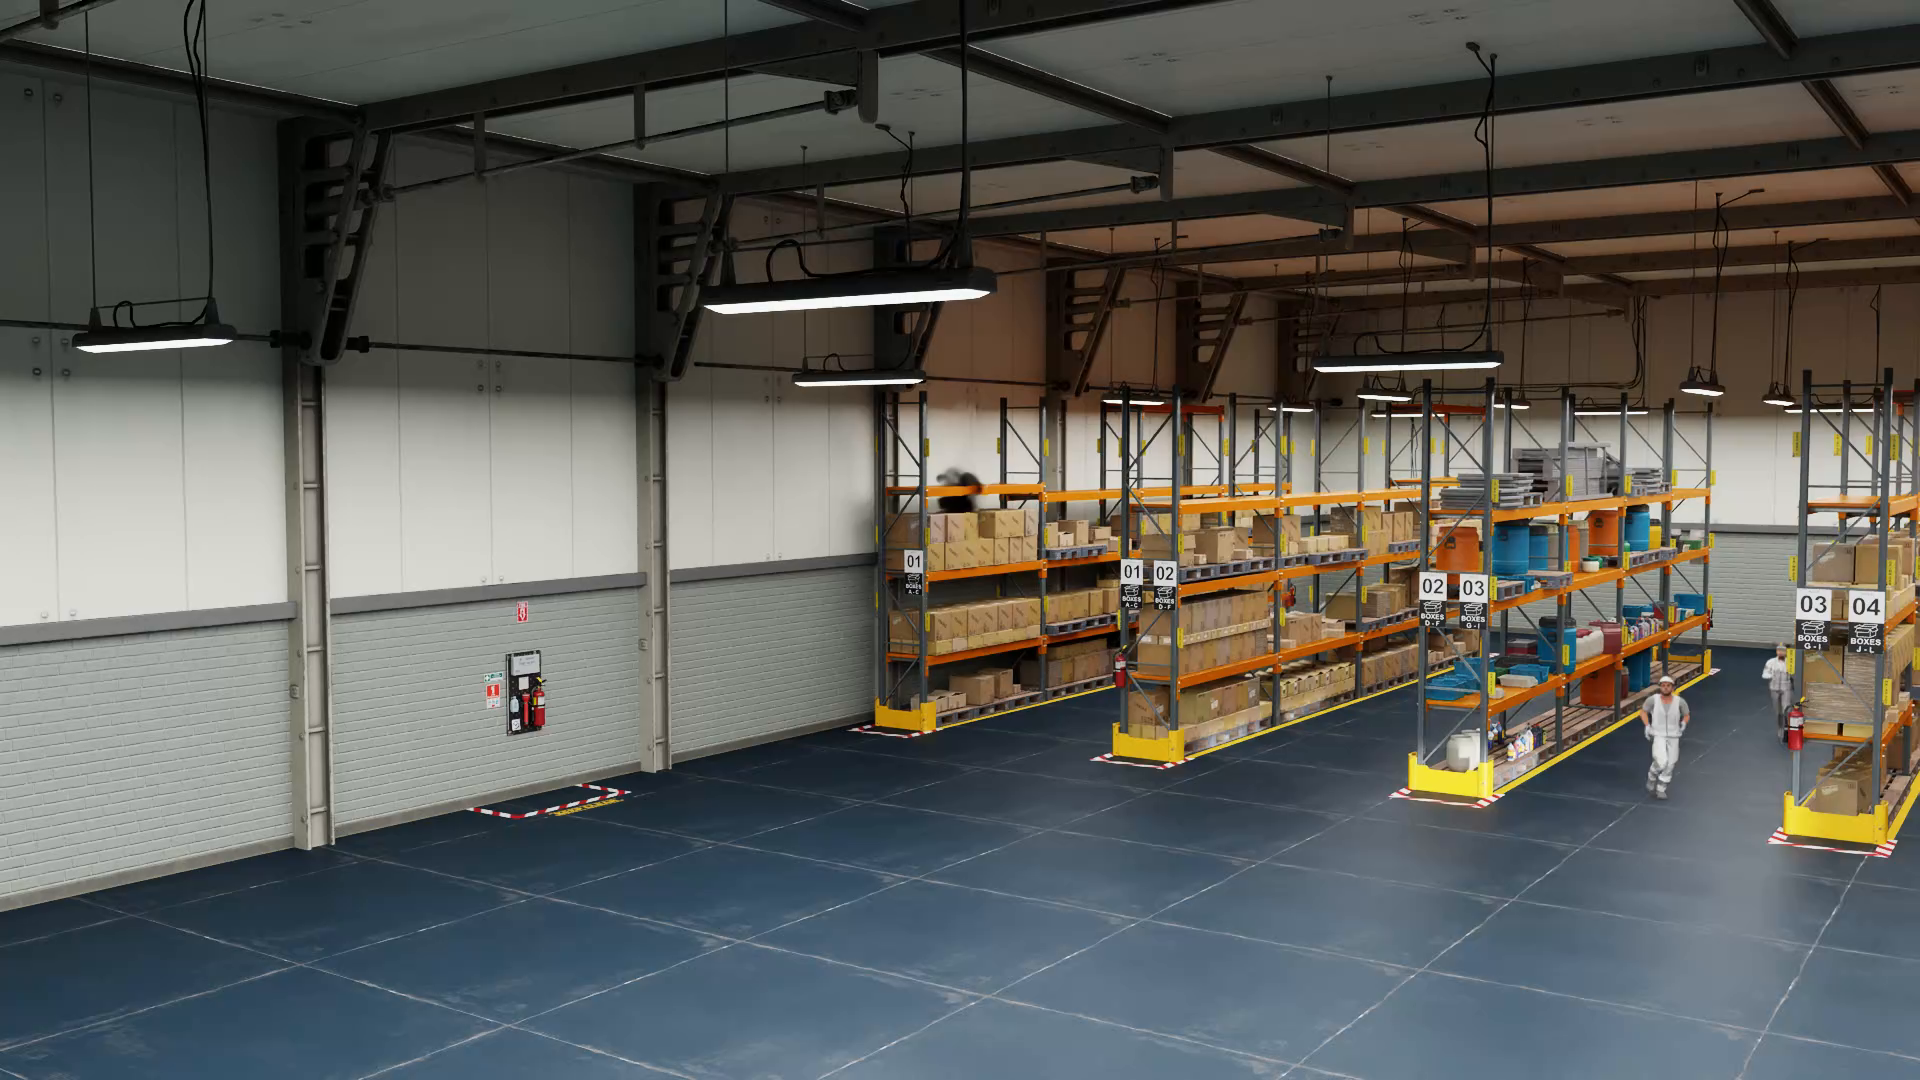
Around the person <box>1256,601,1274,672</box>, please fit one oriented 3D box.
[{"bbox_3d":[6.399,2.290,34.663,0.667,1.645,0.801,2,4,35],"label":"person"}]

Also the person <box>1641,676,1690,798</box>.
[{"bbox_3d":[10.054,2.812,23.669,0.628,1.749,0.605,1,3,14],"label":"person"}]

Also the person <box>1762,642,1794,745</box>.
[{"bbox_3d":[13.956,2.603,28.247,0.594,1.741,0.753,2,4,37],"label":"person"}]
